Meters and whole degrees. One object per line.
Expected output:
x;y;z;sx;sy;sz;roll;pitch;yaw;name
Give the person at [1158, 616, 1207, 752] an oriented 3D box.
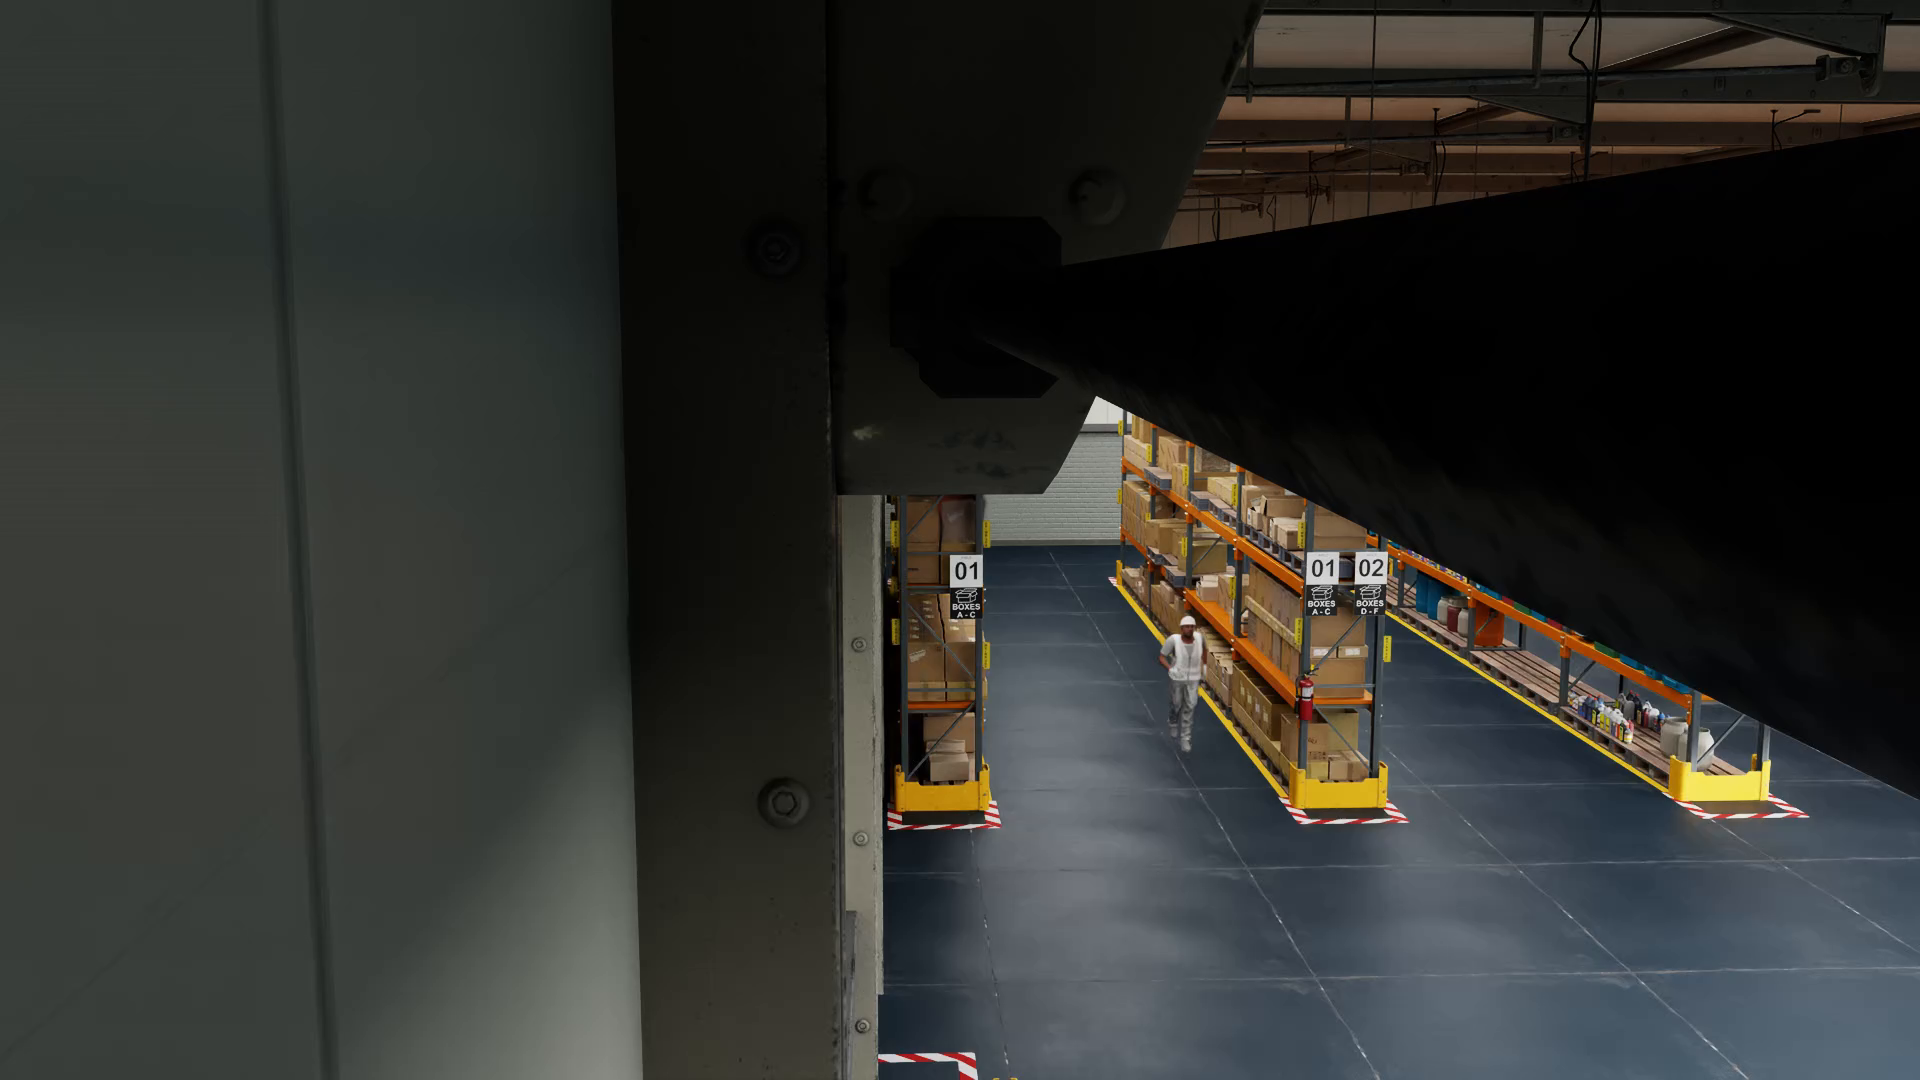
3.022;1.887;22.403;0.707;1.780;0.901;-1;9;-8;person
